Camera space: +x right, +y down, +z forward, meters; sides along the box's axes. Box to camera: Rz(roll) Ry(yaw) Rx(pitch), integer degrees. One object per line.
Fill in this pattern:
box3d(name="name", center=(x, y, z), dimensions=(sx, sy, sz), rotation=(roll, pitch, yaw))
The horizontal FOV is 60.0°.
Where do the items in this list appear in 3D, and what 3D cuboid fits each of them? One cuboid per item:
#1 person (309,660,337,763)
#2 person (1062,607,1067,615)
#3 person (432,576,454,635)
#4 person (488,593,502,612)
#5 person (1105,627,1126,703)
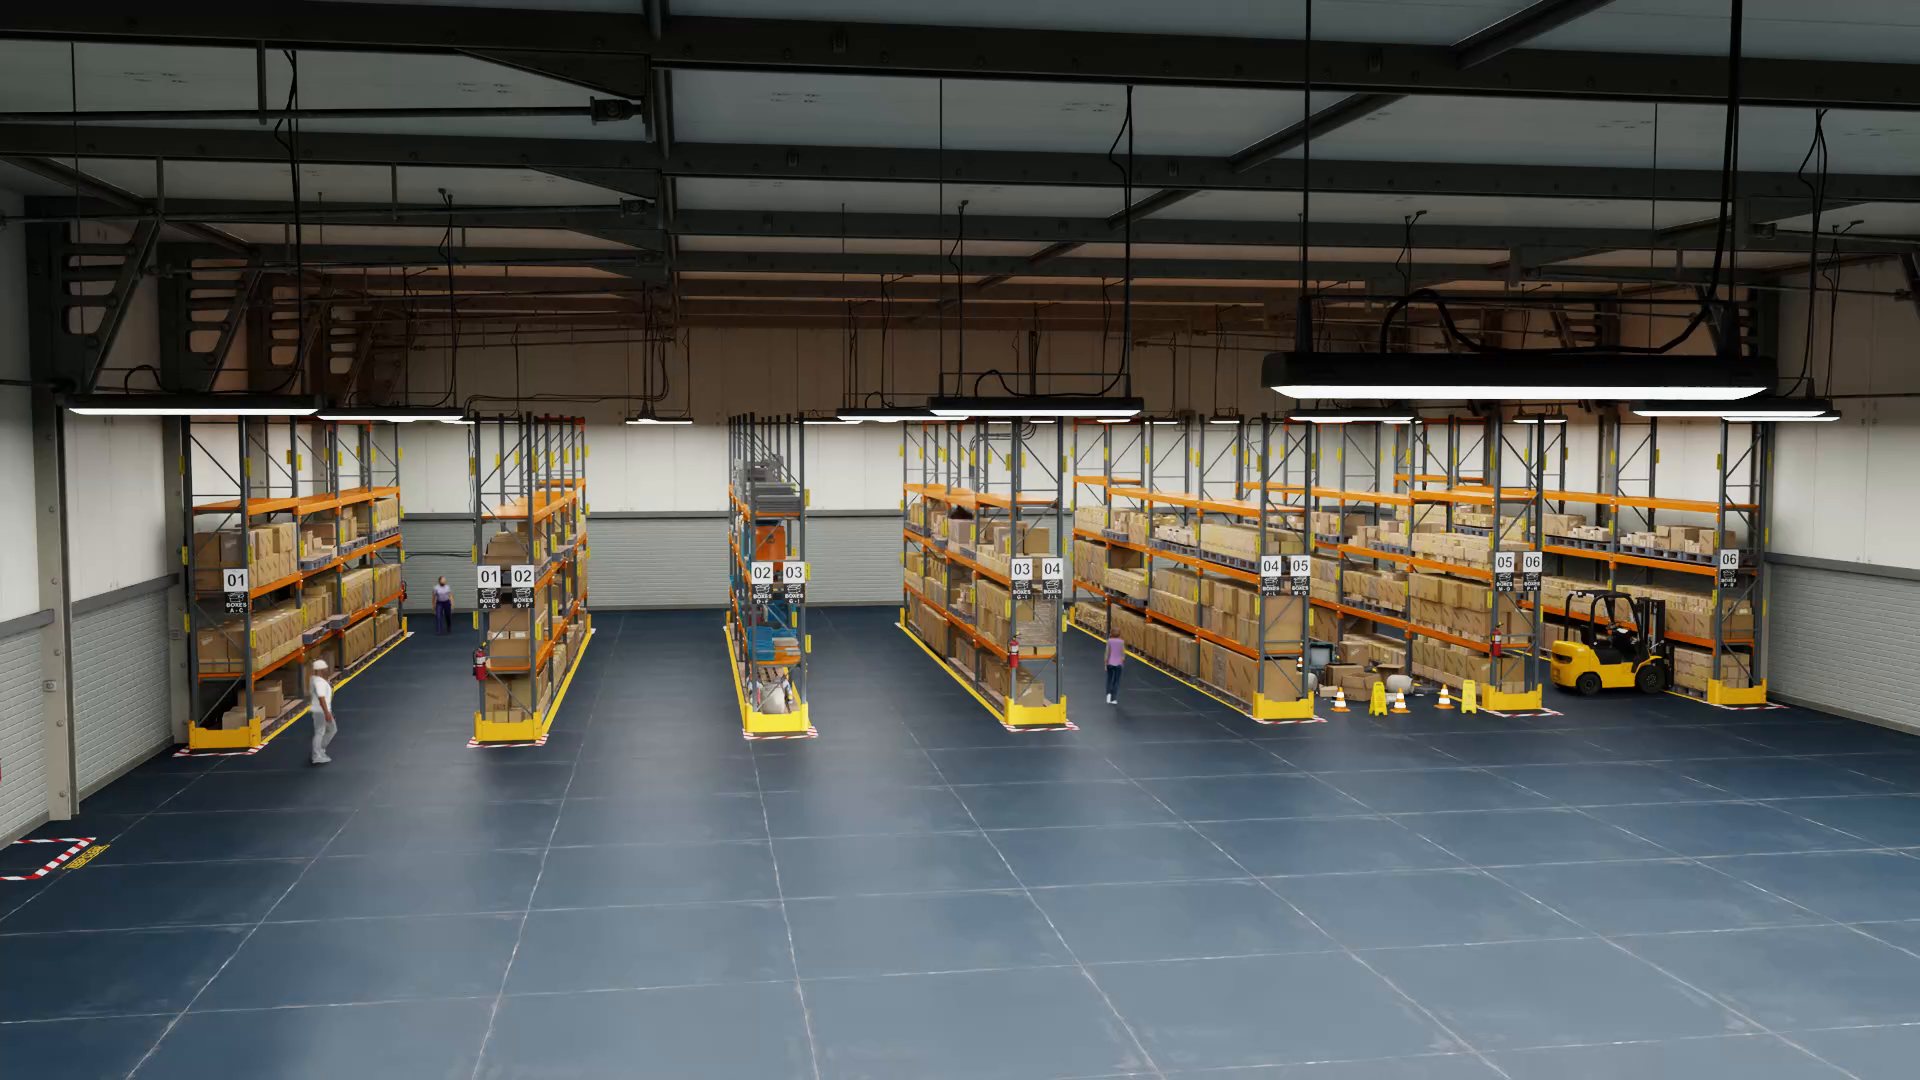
box3d(name="person", center=(-10.872, 2.924, 28.348), dimensions=(0.456, 1.762, 0.602), rotation=(-1, 4, -11))
box3d(name="person", center=(2.713, 1.483, 49.430), dimensions=(0.972, 1.743, 0.651), rotation=(-1, 4, -20))
box3d(name="person", center=(-14.280, 1.803, 45.963), dimensions=(0.598, 1.585, 0.976), rotation=(-1, 4, -10))
box3d(name="person", center=(-11.933, 1.967, 42.911), dimensions=(0.487, 1.680, 1.032), rotation=(0, 4, -5))
box3d(name="person", center=(3.214, 2.584, 34.304), dimensions=(0.405, 1.591, 0.420), rotation=(2, 4, 23))
